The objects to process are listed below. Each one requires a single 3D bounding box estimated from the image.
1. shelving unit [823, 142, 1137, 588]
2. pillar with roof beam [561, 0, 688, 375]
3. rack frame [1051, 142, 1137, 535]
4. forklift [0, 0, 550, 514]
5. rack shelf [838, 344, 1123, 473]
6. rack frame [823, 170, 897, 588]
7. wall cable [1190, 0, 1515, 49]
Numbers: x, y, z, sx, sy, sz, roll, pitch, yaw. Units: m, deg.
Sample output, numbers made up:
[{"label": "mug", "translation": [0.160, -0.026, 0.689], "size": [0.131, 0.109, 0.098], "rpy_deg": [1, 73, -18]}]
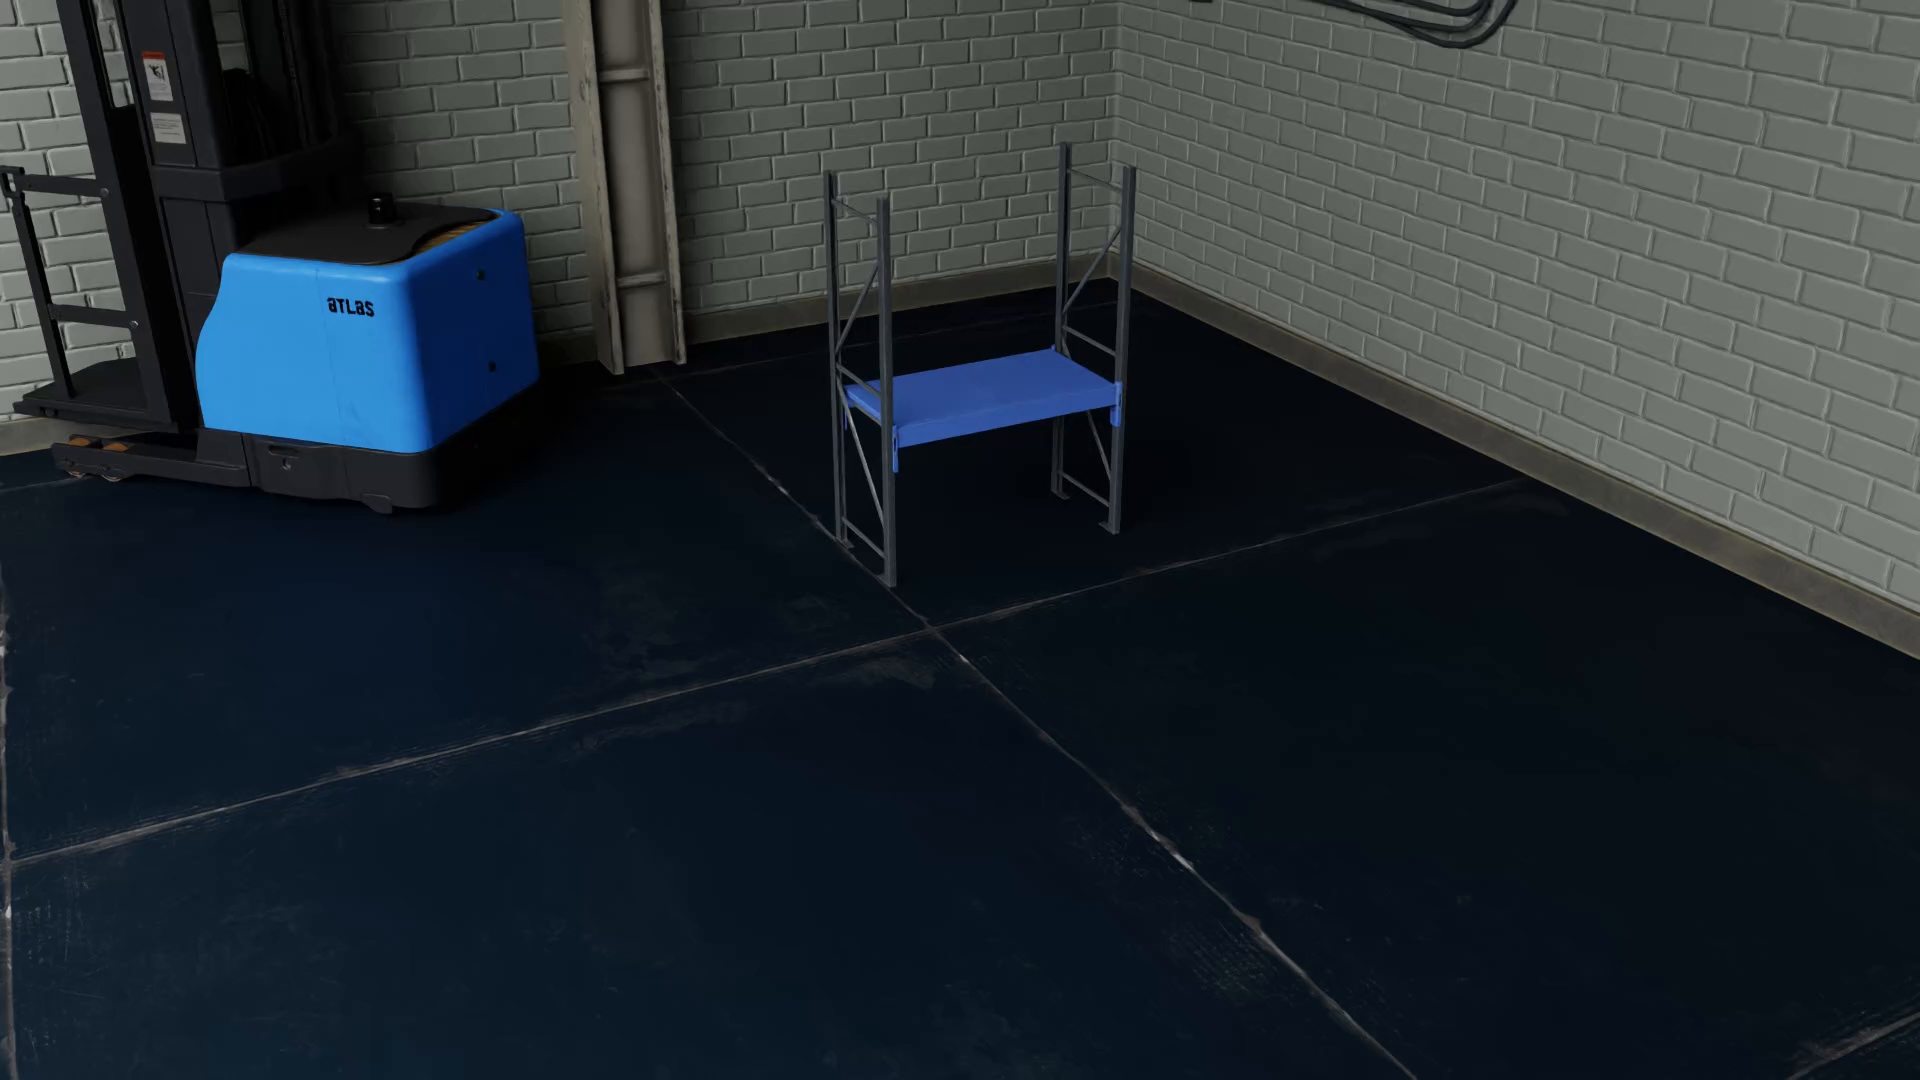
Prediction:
[{"label": "shelving unit", "translation": [0.075, -0.693, 6.462], "size": [1.048, 1.500, 0.538], "rpy_deg": [-13, 29, -25]}, {"label": "pillar with roof beam", "translation": [0.360, -3.354, 3.339], "size": [0.400, 9.000, 9.100], "rpy_deg": [-13, 29, -25]}, {"label": "rack frame", "translation": [0.524, -0.797, 6.677], "size": [0.032, 1.500, 0.500], "rpy_deg": [-13, 29, -25]}, {"label": "forklift", "translation": [-3.469, -1.785, 7.081], "size": [3.031, 2.935, 1.130], "rpy_deg": [8, 27, 15]}, {"label": "rack shelf", "translation": [0.075, -0.531, 6.539], "size": [1.000, 0.185, 0.538], "rpy_deg": [-13, 29, -25]}, {"label": "rack frame", "translation": [-0.373, -0.590, 6.246], "size": [0.032, 1.500, 0.500], "rpy_deg": [-13, 29, -25]}, {"label": "wall cable", "translation": [1.556, -3.693, 7.633], "size": [0.112, 2.526, 3.097], "rpy_deg": [-13, 29, -25]}]
